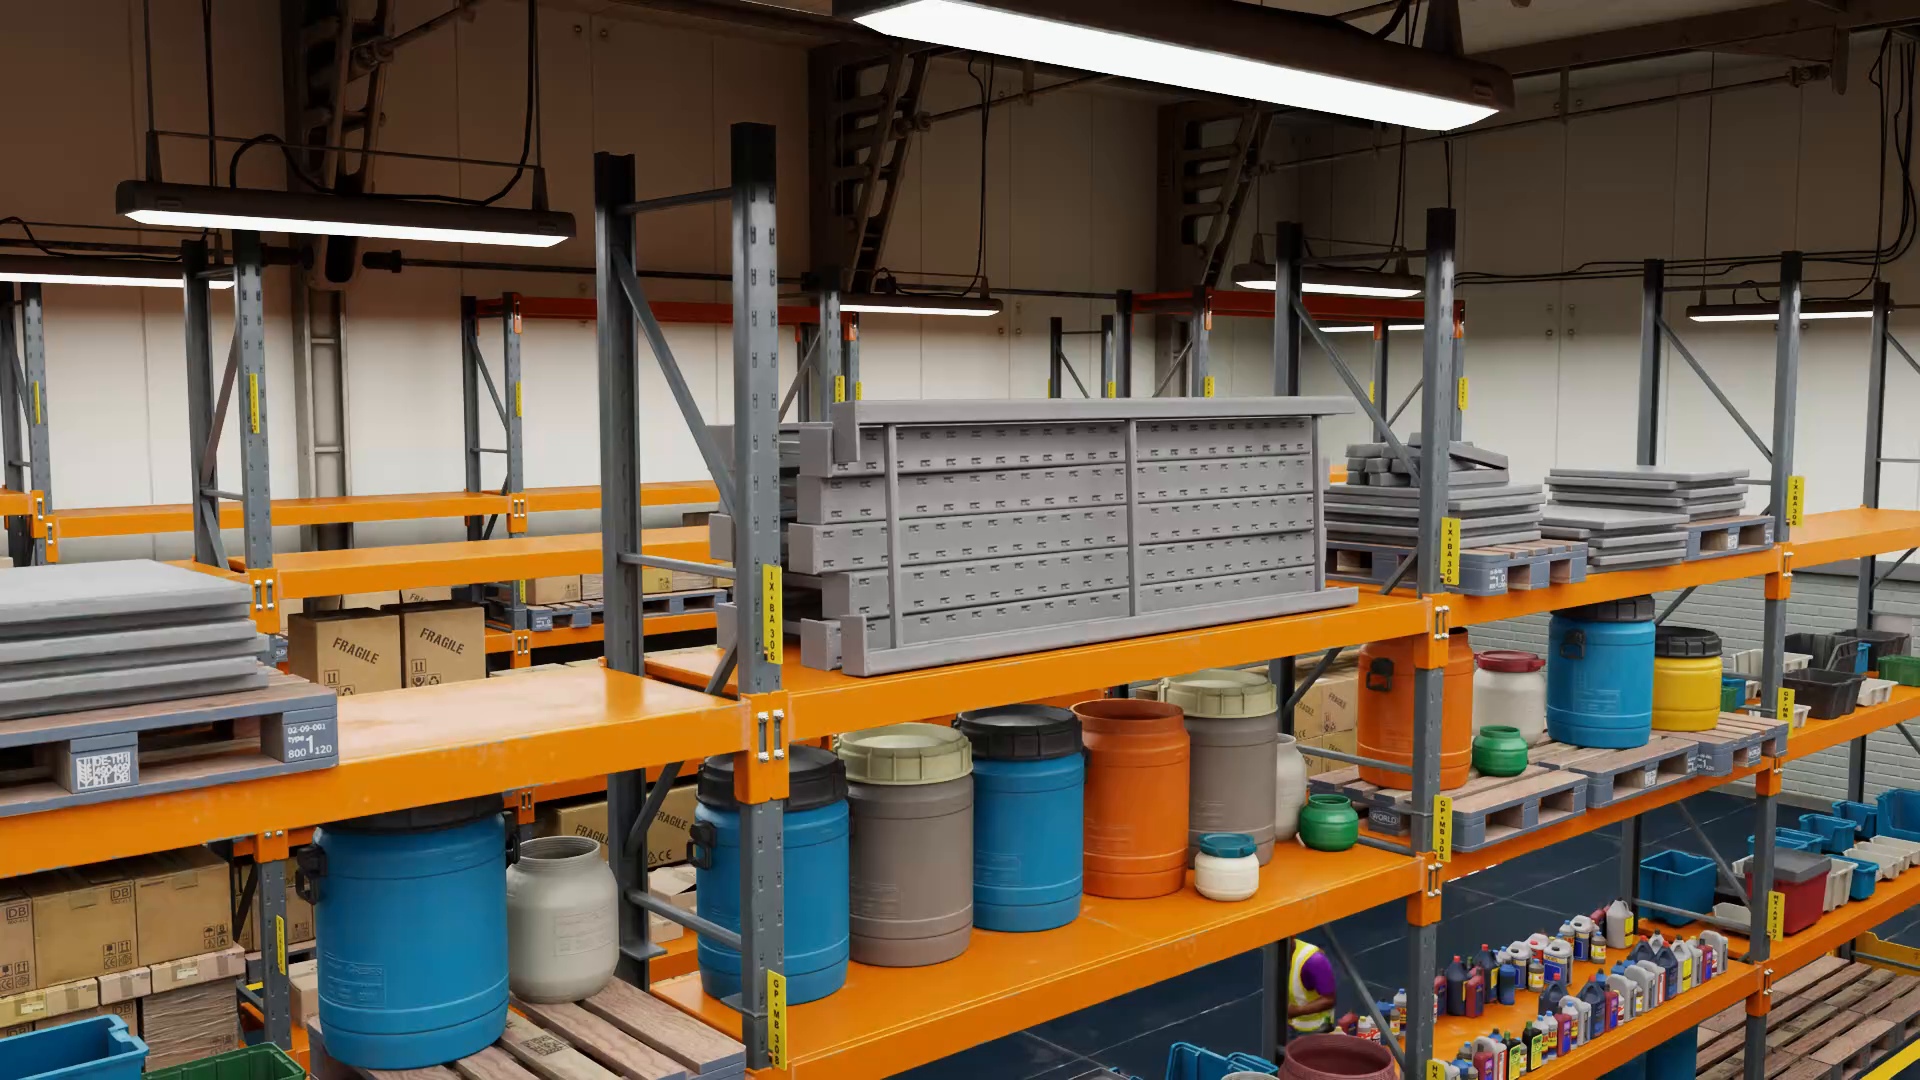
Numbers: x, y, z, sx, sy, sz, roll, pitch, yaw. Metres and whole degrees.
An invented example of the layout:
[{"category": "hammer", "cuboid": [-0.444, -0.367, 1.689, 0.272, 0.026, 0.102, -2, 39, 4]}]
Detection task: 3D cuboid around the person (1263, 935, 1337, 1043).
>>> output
[{"category": "person", "cuboid": [2.269, 3.277, 11.250, 0.675, 1.687, 0.736, 5, 7, 43]}]
